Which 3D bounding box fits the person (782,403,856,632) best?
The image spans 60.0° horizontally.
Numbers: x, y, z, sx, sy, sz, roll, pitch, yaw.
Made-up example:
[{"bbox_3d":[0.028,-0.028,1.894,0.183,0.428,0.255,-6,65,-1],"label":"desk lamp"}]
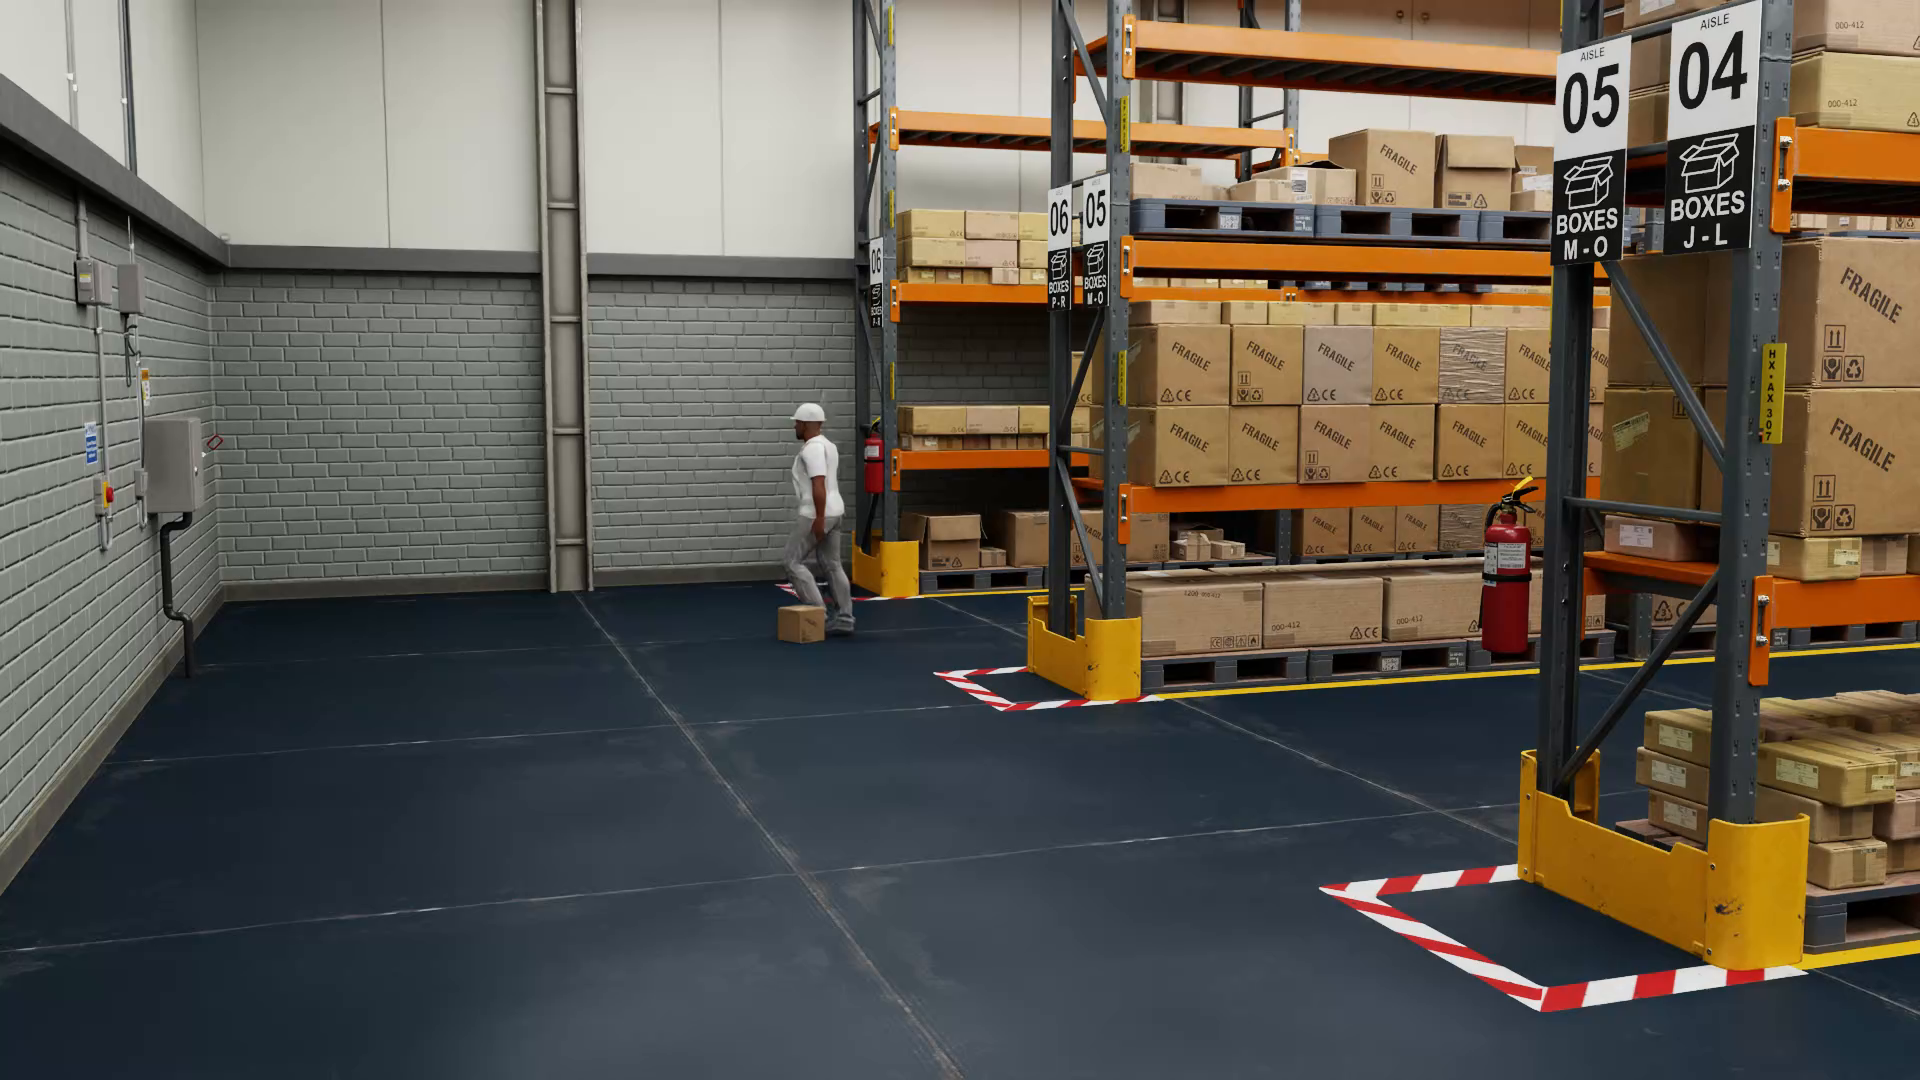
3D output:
[{"bbox_3d":[-1.057,-0.165,12.738,0.541,1.756,0.601,2,6,15],"label":"person"}]
